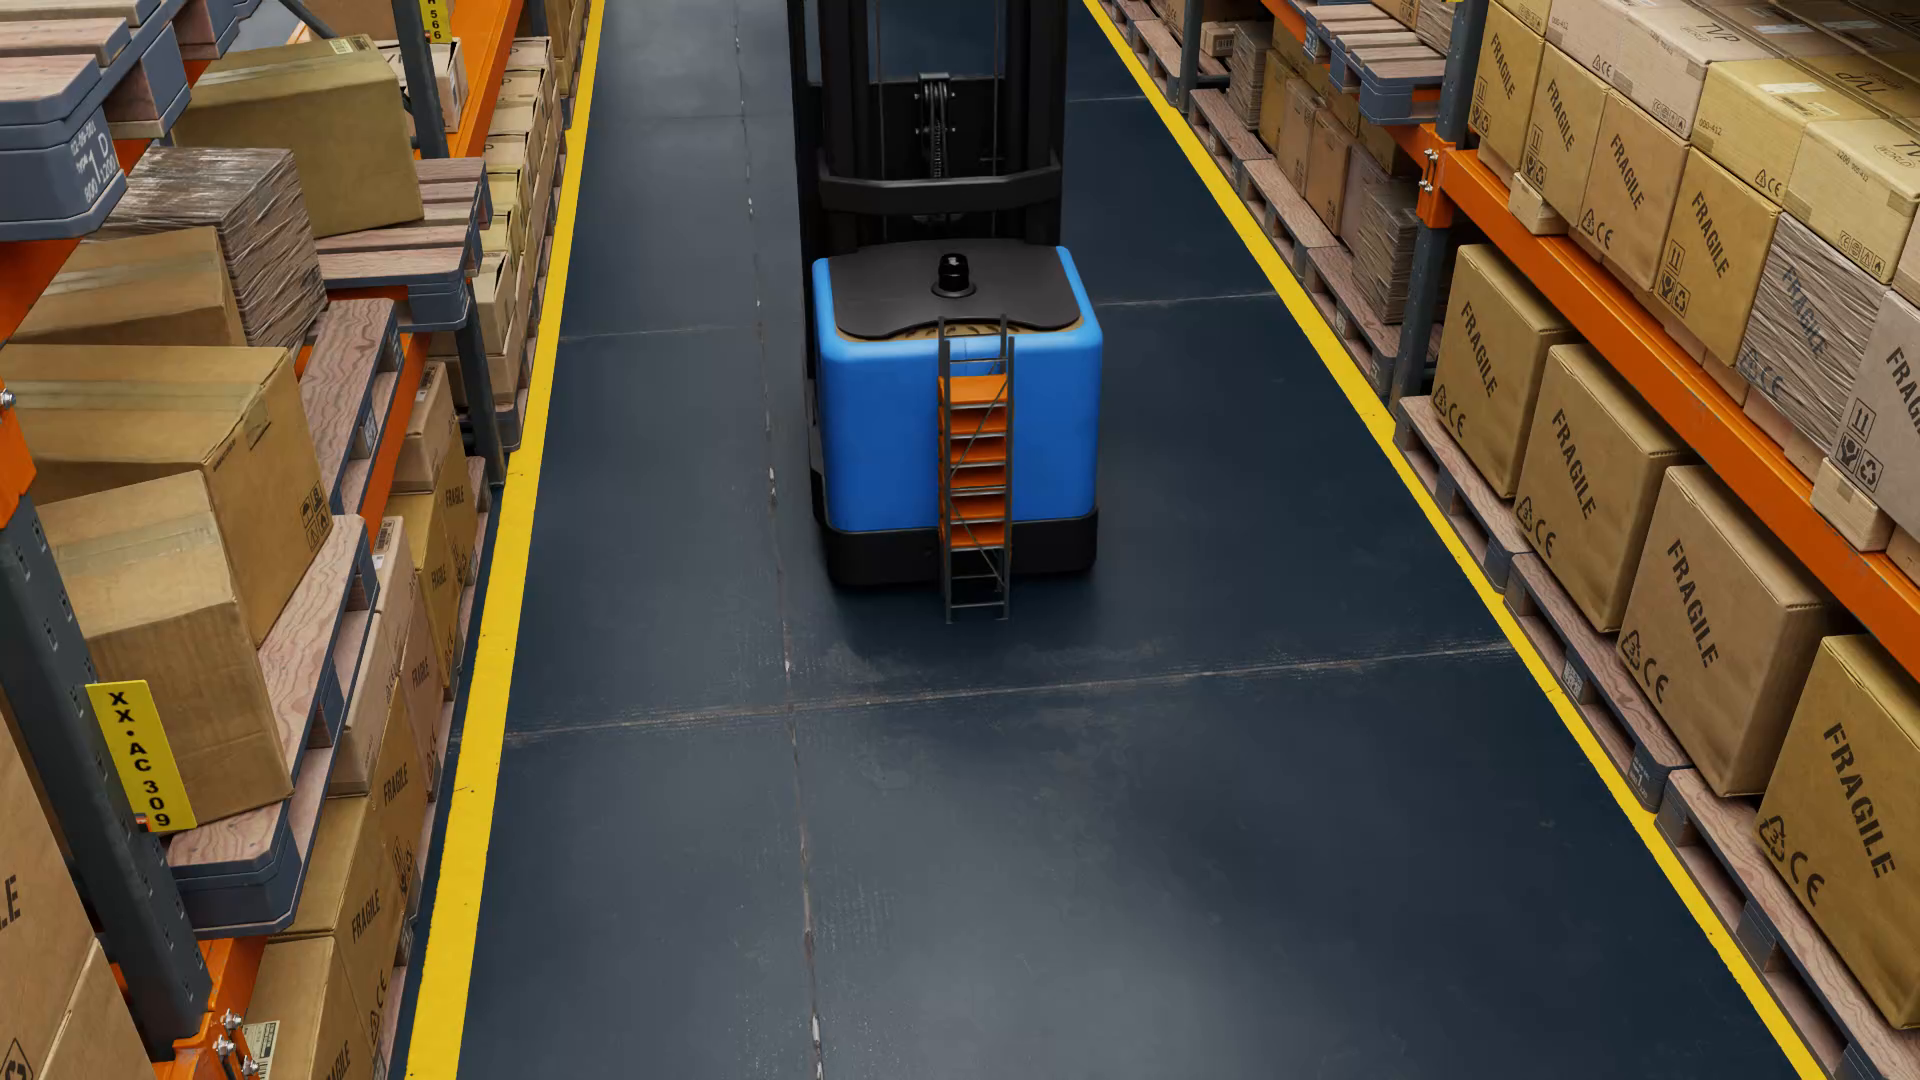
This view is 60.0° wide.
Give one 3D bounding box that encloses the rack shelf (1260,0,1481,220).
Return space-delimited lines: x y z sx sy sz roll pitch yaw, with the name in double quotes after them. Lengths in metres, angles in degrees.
2.195 -2.659 8.627 1.077 0.370 4.000 -4 35 -6 "rack shelf"

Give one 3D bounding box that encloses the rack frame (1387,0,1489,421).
2.464 -1.840 6.787 1.000 3.000 0.127 -4 35 -6 "rack frame"

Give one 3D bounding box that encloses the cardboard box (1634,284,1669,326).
2.480 -0.827 5.506 0.380 0.149 0.250 -4 34 -6 "cardboard box"

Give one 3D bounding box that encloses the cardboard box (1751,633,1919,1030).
2.786 0.754 4.516 0.750 0.750 0.750 -4 34 -6 "cardboard box"

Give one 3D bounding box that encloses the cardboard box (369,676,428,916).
-1.872 0.756 4.806 0.500 0.500 0.500 -4 34 -6 "cardboard box"

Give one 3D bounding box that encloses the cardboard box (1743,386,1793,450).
2.549 -0.392 4.867 0.380 0.149 0.250 -5 35 -8 "cardboard box"

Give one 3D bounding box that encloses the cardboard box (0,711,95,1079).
-1.581 0.577 2.263 0.500 0.500 0.500 -4 34 -6 "cardboard box"

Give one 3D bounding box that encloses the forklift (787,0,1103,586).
-0.153 -1.851 6.864 1.130 2.935 3.031 -4 34 -6 "forklift"

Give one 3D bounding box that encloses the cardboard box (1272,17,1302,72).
2.104 -2.876 9.470 0.500 0.250 0.500 -5 35 -7 "cardboard box"

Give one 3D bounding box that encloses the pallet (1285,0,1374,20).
2.157 -2.862 8.457 1.003 0.211 1.213 -4 35 -6 "pallet"

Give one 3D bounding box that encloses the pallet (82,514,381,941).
-1.905 0.394 3.678 1.003 0.211 1.213 -4 35 -6 "pallet"

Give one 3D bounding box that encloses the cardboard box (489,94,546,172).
-2.502 -2.191 8.873 0.500 0.311 0.500 -4 35 -7 "cardboard box"

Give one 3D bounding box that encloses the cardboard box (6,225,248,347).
-2.205 -0.427 4.251 0.700 0.500 0.500 -13 36 -18 "cardboard box"

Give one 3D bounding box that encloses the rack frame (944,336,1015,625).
0.065 -0.184 5.955 0.240 1.200 0.006 -4 34 -6 "rack frame"

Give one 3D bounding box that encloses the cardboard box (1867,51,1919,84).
2.983 -1.229 4.853 0.500 0.250 0.500 -5 35 -7 "cardboard box"

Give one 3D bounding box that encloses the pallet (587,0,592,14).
-3.375 -4.351 12.948 1.003 0.211 1.213 -4 35 -6 "pallet"

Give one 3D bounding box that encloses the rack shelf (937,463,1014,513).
0.055 -0.199 6.055 0.258 0.103 0.180 -4 34 -6 "rack shelf"

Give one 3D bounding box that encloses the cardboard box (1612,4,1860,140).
2.414 -1.471 5.208 0.500 0.250 0.500 -4 34 -6 "cardboard box"

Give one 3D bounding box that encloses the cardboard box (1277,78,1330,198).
2.190 -2.239 9.201 0.700 0.500 0.500 -4 34 -6 "cardboard box"

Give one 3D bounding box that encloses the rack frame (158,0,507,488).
-2.444 -1.463 6.233 1.000 3.000 0.127 -4 35 -6 "rack frame"

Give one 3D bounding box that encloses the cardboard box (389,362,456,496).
-2.074 -0.386 5.817 0.500 0.250 0.500 -3 34 -5 "cardboard box"

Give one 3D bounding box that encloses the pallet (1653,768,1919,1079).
2.824 1.119 4.920 1.003 0.211 1.213 -4 35 -6 "pallet"

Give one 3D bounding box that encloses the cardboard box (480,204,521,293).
-2.302 -1.339 7.622 0.500 0.311 0.500 -5 35 -8 "cardboard box"

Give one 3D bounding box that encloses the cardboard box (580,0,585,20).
-2.941 -3.851 11.807 0.500 0.250 0.500 -4 35 -6 "cardboard box"

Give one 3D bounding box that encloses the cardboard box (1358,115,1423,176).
2.301 -2.020 8.213 0.500 0.250 0.500 -4 34 -5 "cardboard box"

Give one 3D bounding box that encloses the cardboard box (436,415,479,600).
-2.085 -0.108 6.073 0.500 0.500 0.500 -3 34 -5 "cardboard box"

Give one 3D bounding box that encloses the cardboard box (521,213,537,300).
-2.368 -1.385 8.187 0.500 0.250 0.500 -5 35 -8 "cardboard box"

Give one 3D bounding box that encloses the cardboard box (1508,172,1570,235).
2.256 -1.247 6.122 0.380 0.149 0.250 -3 34 -5 "cardboard box"

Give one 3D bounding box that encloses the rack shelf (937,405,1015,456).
0.055 -0.397 5.920 0.258 0.103 0.180 -4 34 -6 "rack shelf"

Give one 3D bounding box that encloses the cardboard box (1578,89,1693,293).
2.403 -1.152 5.407 0.500 0.500 0.500 -5 35 -7 "cardboard box"

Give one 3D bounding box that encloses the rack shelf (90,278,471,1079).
-2.175 -0.050 4.798 1.077 0.370 4.000 -4 35 -6 "rack shelf"

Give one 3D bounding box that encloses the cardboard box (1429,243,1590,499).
2.433 -0.705 6.657 0.750 0.750 0.750 -5 35 -7 "cardboard box"

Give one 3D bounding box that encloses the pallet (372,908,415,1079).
-2.053 1.471 4.405 1.003 0.211 1.213 -4 35 -6 "pallet"

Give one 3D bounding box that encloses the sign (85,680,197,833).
-1.369 0.366 2.780 0.100 0.325 0.005 -4 35 -6 "sign"

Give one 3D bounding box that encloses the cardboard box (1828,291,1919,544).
2.612 -0.303 4.160 0.500 0.500 0.500 -4 34 -6 "cardboard box"

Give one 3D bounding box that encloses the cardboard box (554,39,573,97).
-2.744 -3.014 10.578 0.500 0.250 0.500 -4 35 -6 "cardboard box"

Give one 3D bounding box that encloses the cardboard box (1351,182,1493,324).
2.316 -1.387 7.950 0.700 0.500 0.500 -4 34 -6 "cardboard box"

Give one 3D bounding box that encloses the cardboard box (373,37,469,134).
-2.372 -1.940 7.012 0.500 0.311 0.500 -5 35 -7 "cardboard box"

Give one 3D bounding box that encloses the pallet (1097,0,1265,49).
1.634 -3.974 12.394 1.003 0.211 1.213 -4 35 -6 "pallet"

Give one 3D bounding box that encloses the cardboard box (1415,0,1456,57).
2.391 -2.325 7.018 0.700 0.500 0.500 -8 35 -12 "cardboard box"

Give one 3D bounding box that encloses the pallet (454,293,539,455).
-2.516 -0.773 7.697 1.003 0.211 1.213 -4 35 -6 "pallet"

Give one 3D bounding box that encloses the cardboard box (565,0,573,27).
-2.809 -3.603 10.776 0.500 0.500 0.500 -4 35 -6 "cardboard box"

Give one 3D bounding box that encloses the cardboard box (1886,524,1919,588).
2.629 0.033 4.243 0.380 0.149 0.250 -3 34 -5 "cardboard box"

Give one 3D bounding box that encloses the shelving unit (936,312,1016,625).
0.055 -0.236 6.030 0.258 1.200 0.189 -4 34 -6 "shelving unit"

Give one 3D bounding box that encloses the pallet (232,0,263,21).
-2.067 -1.340 3.557 1.213 0.211 1.003 -4 35 -6 "pallet"

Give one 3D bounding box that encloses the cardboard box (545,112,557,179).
-2.573 -2.240 9.443 0.500 0.250 0.500 -5 35 -7 "cardboard box"
